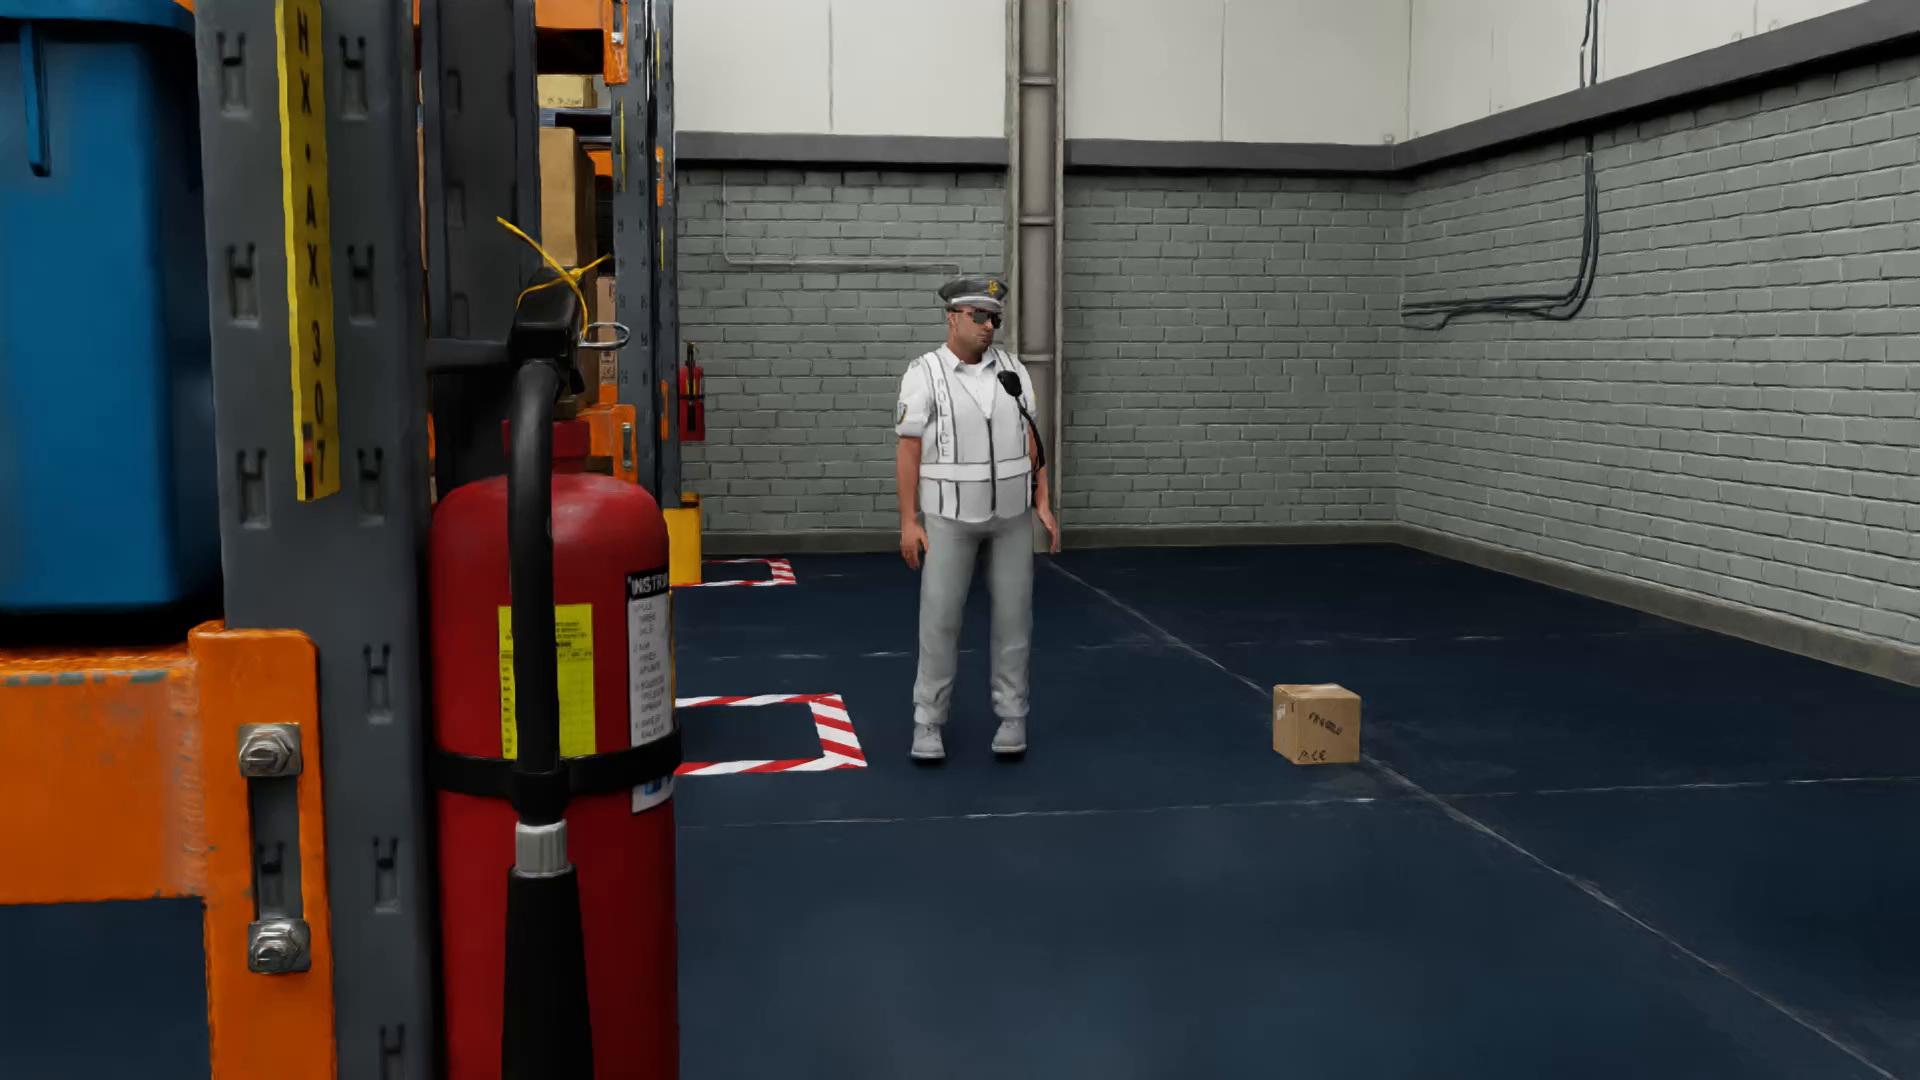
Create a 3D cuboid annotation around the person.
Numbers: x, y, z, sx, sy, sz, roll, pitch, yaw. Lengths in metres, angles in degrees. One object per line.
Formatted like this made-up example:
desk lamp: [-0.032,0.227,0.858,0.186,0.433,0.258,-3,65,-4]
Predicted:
person: [0.054,-0.086,6.216,0.587,1.770,0.407,-2,7,-19]
